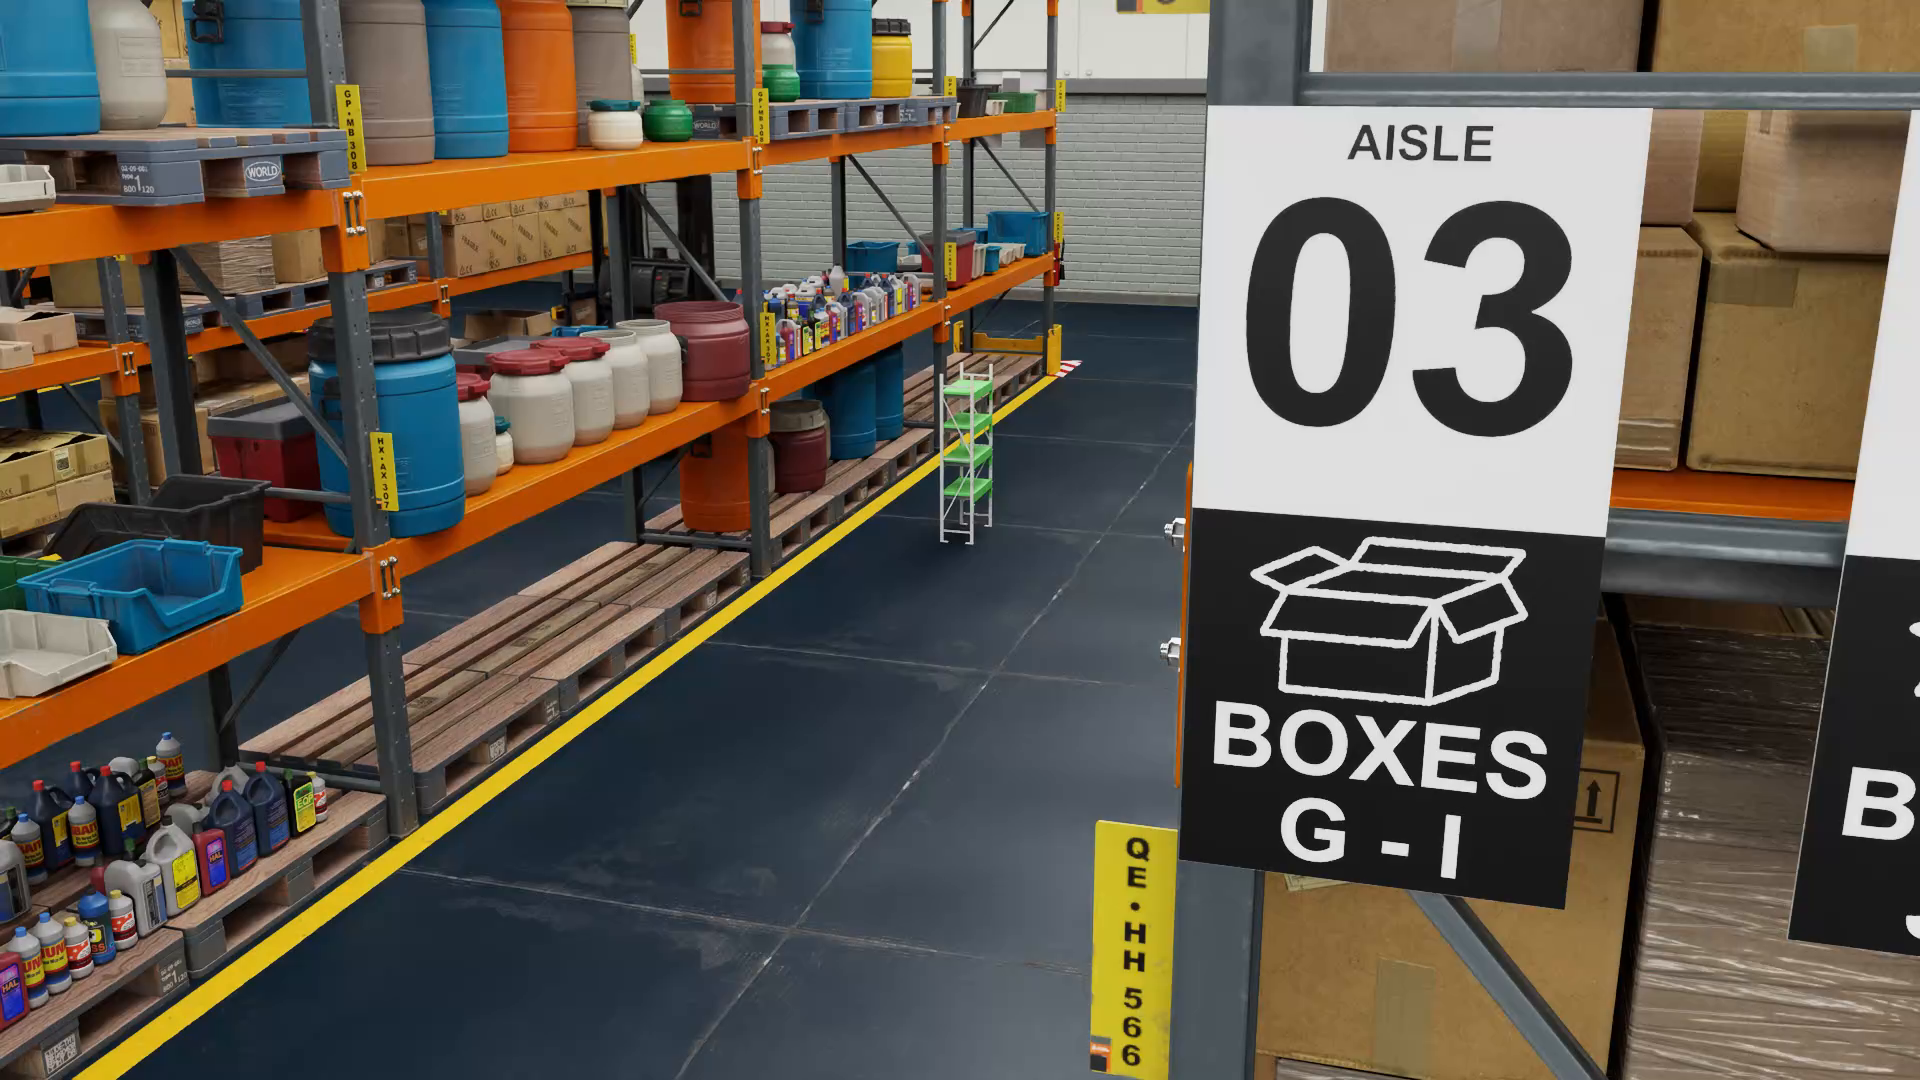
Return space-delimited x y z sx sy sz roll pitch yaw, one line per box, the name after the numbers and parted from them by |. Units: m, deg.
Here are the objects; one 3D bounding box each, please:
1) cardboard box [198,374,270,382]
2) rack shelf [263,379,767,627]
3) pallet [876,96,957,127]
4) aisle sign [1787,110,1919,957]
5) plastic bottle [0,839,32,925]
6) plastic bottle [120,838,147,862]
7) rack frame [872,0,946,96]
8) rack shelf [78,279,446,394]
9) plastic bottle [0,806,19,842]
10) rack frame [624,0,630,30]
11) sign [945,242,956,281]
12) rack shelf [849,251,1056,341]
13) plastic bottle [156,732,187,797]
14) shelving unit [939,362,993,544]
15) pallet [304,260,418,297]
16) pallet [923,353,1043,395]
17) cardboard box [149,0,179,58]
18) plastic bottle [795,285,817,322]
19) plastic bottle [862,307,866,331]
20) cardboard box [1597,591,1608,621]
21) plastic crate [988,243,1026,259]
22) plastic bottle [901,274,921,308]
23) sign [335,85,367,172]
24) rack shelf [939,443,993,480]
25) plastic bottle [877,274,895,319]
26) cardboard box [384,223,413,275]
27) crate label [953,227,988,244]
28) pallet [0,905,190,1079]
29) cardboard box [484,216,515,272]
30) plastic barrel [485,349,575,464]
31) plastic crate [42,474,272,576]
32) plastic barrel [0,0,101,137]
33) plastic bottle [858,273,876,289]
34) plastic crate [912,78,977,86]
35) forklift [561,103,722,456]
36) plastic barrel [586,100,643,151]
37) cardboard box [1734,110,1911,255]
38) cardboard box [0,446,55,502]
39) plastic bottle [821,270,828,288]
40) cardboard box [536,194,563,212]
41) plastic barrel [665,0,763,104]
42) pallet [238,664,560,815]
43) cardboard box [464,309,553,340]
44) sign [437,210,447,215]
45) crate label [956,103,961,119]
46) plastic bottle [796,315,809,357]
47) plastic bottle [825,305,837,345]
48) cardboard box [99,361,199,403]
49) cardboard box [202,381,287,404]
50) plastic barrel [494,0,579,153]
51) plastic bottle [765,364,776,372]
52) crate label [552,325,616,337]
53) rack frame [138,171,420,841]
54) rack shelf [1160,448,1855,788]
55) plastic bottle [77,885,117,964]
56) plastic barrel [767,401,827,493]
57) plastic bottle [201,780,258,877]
-6.162 -1.168 14.226 0.500 0.500 0.500 4 16 14 | cardboard box
-2.313 -0.369 8.951 1.077 0.370 4.000 5 16 16 | rack shelf
-0.737 -3.424 13.254 1.213 0.211 1.003 5 16 16 | pallet
1.000 0.028 1.471 0.394 0.787 0.004 5 16 16 | aisle sign
-3.534 1.251 6.105 0.152 0.276 0.135 5 16 16 | plastic bottle
-3.040 1.228 6.175 0.061 0.283 0.133 5 16 16 | plastic bottle
-0.608 -5.171 13.569 1.000 3.000 0.127 5 16 16 | rack frame
-5.925 -1.800 13.998 1.077 0.370 4.000 5 16 16 | rack shelf
-3.650 1.172 6.373 0.061 0.283 0.133 5 17 18 | plastic bottle
-4.220 -6.602 18.616 1.000 3.000 0.127 5 16 16 | rack frame
-0.081 -2.375 14.197 0.100 0.325 0.005 5 16 16 | sign
-0.040 -2.462 16.330 1.077 0.370 4.000 5 16 16 | rack shelf
-3.393 0.959 7.146 0.097 0.271 0.097 0 16 0 | plastic bottle
0.047 -0.621 11.818 0.258 1.200 0.503 5 16 16 | shelving unit
-5.688 -2.377 15.064 1.003 0.211 1.213 5 16 16 | pallet
0.257 -1.777 17.707 1.003 0.211 1.213 5 16 16 | pallet
-6.218 -3.843 12.367 0.500 0.500 0.500 5 16 16 | cardboard box
-1.222 -1.879 13.186 0.152 0.276 0.135 5 16 16 | plastic bottle
-0.768 -1.705 12.708 0.097 0.201 0.097 0 16 0 | plastic bottle
0.786 0.272 2.812 0.500 0.500 0.500 5 16 16 | cardboard box
0.470 -3.006 17.303 0.396 0.136 0.243 5 16 16 | plastic crate
-0.410 -2.097 13.952 0.152 0.276 0.135 5 16 16 | plastic bottle
-2.357 -1.594 6.437 0.100 0.325 0.005 5 16 16 | sign
0.047 -0.559 11.836 0.258 0.148 0.480 5 16 16 | rack shelf
-0.608 -1.947 13.286 0.144 0.351 0.185 5 16 16 | plastic bottle
-5.460 -2.869 16.263 0.500 0.500 0.500 5 17 17 | cardboard box
0.143 -3.240 17.954 0.416 0.233 0.303 5 16 16 | crate label
-3.457 1.642 5.652 1.003 0.211 1.213 5 16 16 | pallet
-4.808 -2.964 16.600 0.500 0.500 0.500 5 17 17 | cardboard box
-2.191 -0.682 8.489 0.433 0.535 0.433 0 16 0 | plastic barrel
-3.153 -0.035 6.569 0.767 0.338 0.504 5 16 16 | plastic crate
-3.267 -1.826 5.584 0.600 0.901 0.708 5 16 16 | plastic barrel
-0.747 -1.958 13.326 0.144 0.351 0.185 5 16 16 | plastic bottle
-0.169 -4.366 16.342 0.504 0.338 0.767 5 16 16 | plastic crate
-2.858 -2.263 14.437 1.130 2.935 3.031 7 17 23 | forklift
-1.883 -2.264 9.070 0.301 0.262 0.301 0 16 0 | plastic barrel
1.030 -0.378 1.712 0.380 0.149 0.250 5 16 15 | cardboard box
-6.547 -0.480 11.265 0.500 0.311 0.500 4 16 15 | cardboard box
-1.159 -2.131 14.059 0.061 0.283 0.133 5 16 16 | plastic bottle
-4.514 -3.705 17.379 0.500 0.500 0.500 5 17 18 | cardboard box
-1.581 -3.238 10.695 0.600 0.830 0.708 5 16 16 | plastic barrel
-2.696 0.941 8.124 1.003 0.211 1.213 5 16 16 | pallet
-4.827 -2.172 17.760 0.797 0.503 0.637 5 16 16 | cardboard box
-4.823 -3.185 15.439 0.100 0.325 0.005 5 16 16 | sign
-0.192 -3.707 14.386 0.293 0.136 0.466 5 16 16 | crate label
-1.099 -1.423 11.562 0.061 0.283 0.133 5 16 16 | plastic bottle
-0.940 -1.569 12.078 0.061 0.283 0.133 5 16 16 | plastic bottle
-6.440 -1.271 13.214 0.500 0.250 0.500 5 17 18 | cardboard box
-5.799 -0.998 13.624 0.500 0.500 0.500 4 16 15 | cardboard box
-2.372 -2.519 8.928 0.600 0.830 0.708 5 16 16 | plastic barrel
-1.312 -1.267 11.025 0.152 0.276 0.135 5 16 16 | plastic bottle
-2.287 -1.016 9.850 0.502 0.435 0.616 5 16 16 | crate label
-2.882 -0.192 7.008 1.000 3.000 0.127 5 16 16 | rack frame
1.299 -0.381 3.498 1.077 0.370 4.000 5 16 16 | rack shelf
-3.021 1.337 5.813 0.097 0.271 0.097 0 16 0 | plastic bottle
-1.301 -0.705 12.467 0.600 0.588 0.708 5 16 16 | plastic barrel
-2.843 1.112 6.460 0.144 0.351 0.185 4 16 13 | plastic bottle
